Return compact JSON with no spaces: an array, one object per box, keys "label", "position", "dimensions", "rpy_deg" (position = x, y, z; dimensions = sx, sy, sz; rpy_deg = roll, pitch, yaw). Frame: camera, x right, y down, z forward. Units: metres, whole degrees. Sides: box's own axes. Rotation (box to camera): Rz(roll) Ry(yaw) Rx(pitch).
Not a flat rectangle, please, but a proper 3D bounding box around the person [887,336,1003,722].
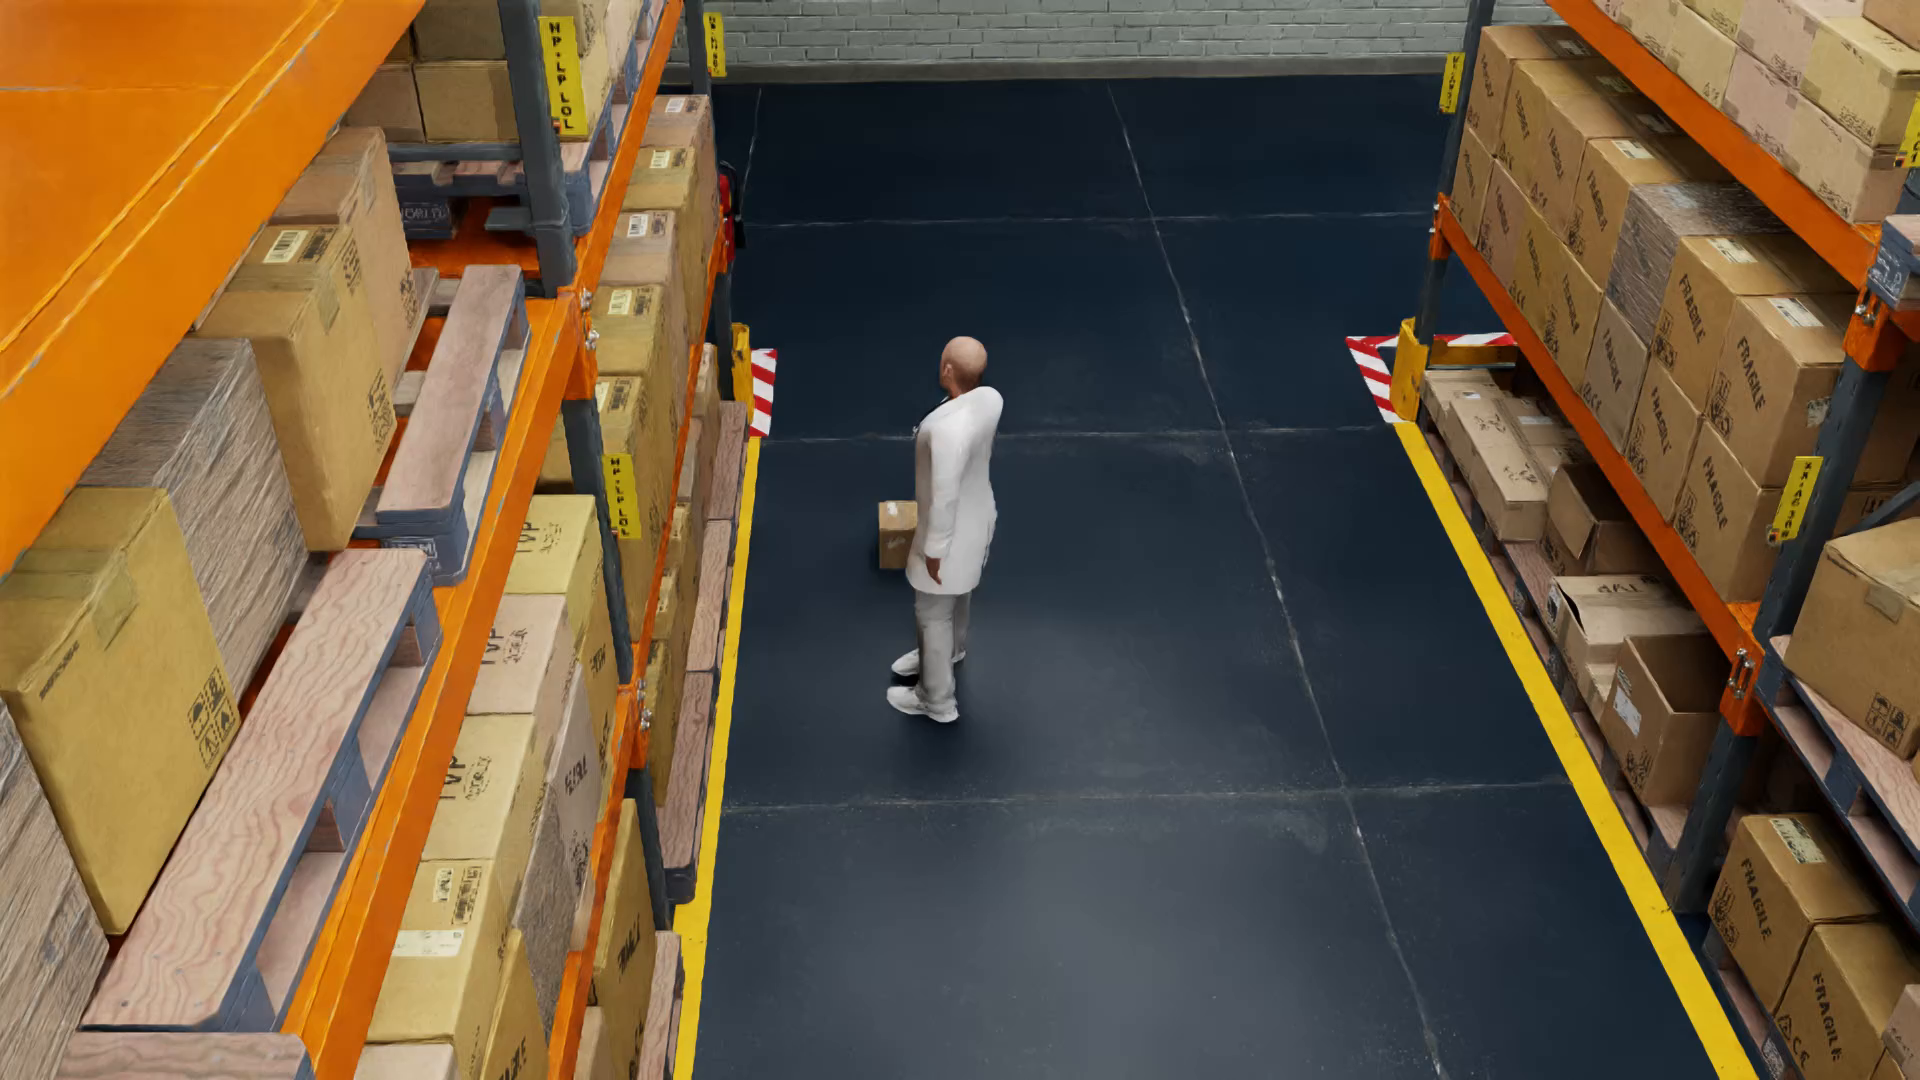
[{"label":"person","position":[-0.089,-0.071,7.264],"dimensions":[0.464,1.788,0.642],"rpy_deg":[13,37,18]}]
